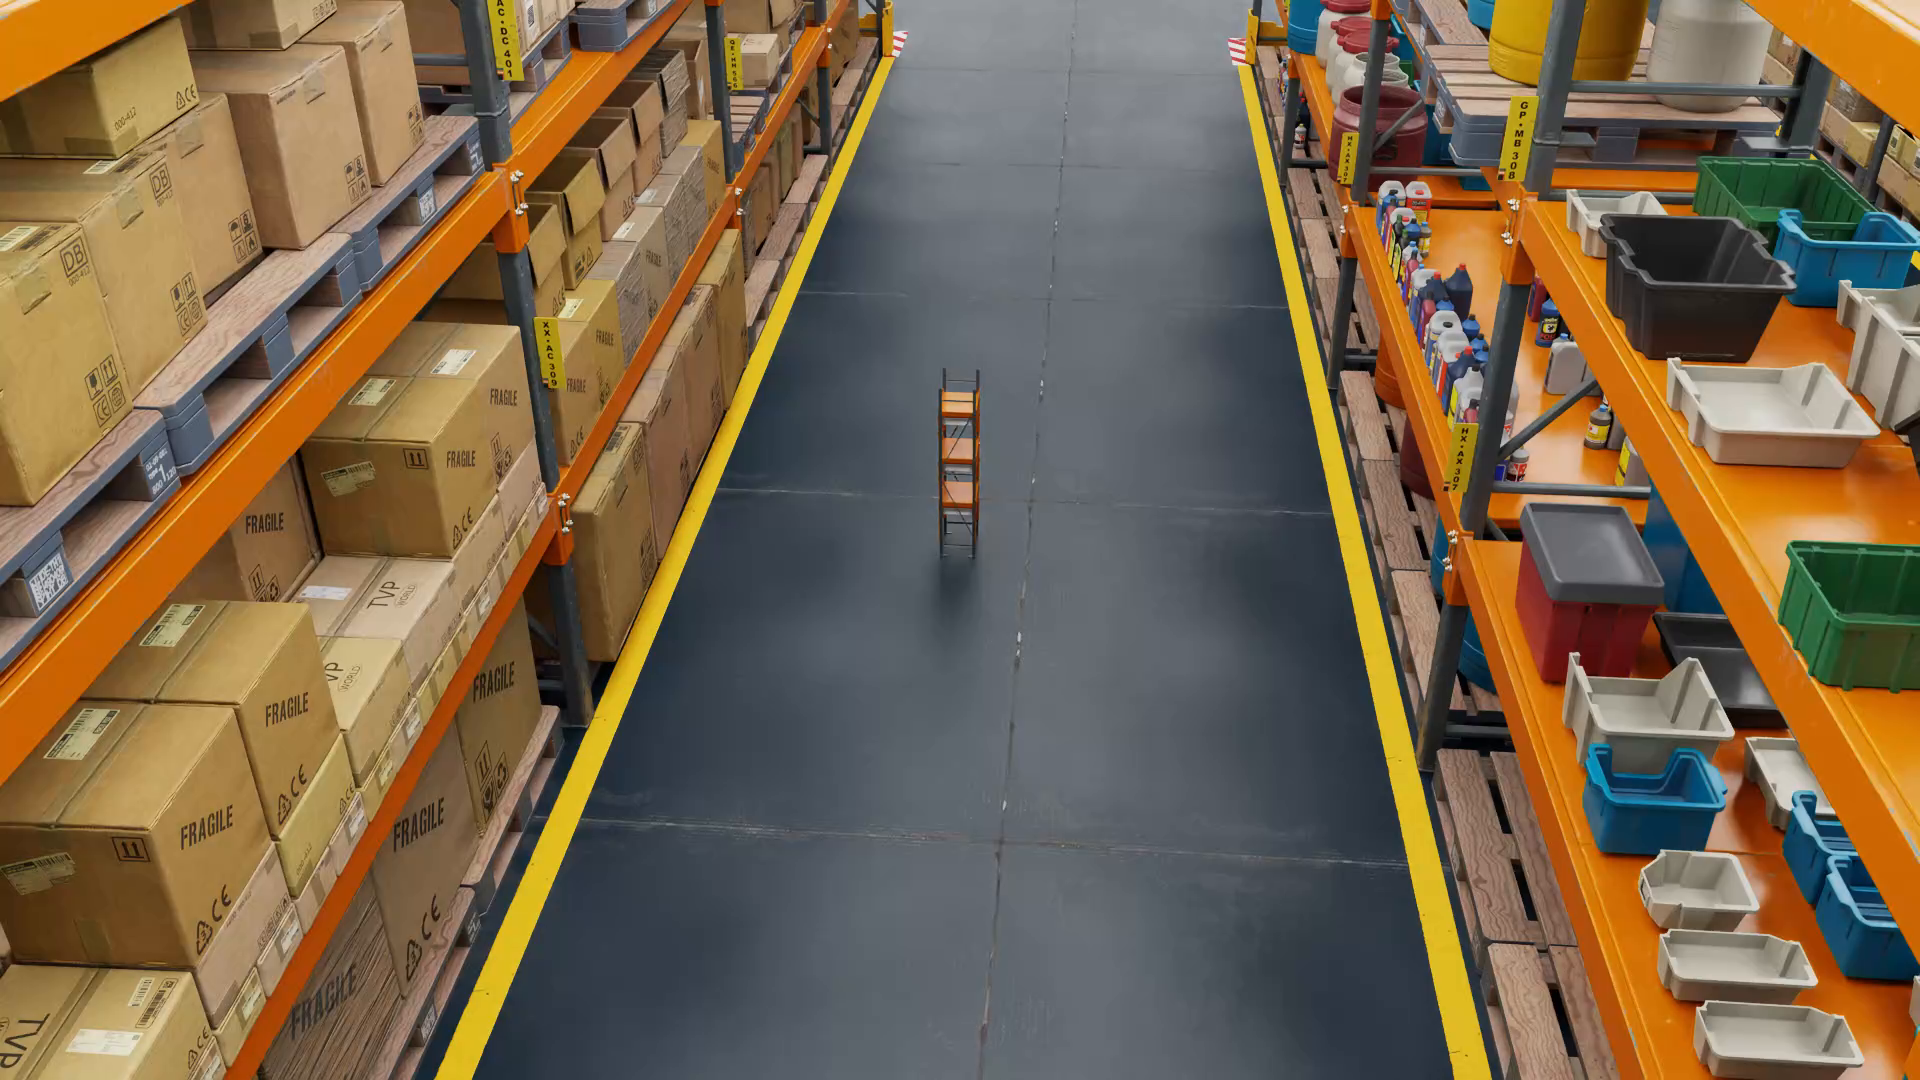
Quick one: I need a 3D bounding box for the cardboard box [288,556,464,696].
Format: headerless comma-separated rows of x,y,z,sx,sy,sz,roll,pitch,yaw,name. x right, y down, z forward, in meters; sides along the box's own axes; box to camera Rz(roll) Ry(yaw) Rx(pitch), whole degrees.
-2.147,0.304,6.037,0.500,0.250,0.500,3,32,5,cardboard box

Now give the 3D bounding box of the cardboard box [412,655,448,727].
-2.095,0.540,6.035,0.380,0.149,0.250,2,32,3,cardboard box

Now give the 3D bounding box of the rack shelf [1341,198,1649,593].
2.807,-0.941,8.883,1.077,0.370,4.000,2,32,4,rack shelf

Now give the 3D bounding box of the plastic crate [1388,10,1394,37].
3.561,-4.145,13.337,0.402,0.464,0.583,2,32,4,plastic crate

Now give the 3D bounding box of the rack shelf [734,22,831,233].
-1.804,-3.244,12.620,1.077,0.370,4.000,2,32,4,rack shelf

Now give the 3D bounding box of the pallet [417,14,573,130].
-2.267,-2.090,7.385,0.805,0.209,1.217,1,32,2,pallet

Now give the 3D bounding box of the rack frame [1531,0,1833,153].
2.644,-2.755,5.423,1.000,3.000,0.127,2,32,4,rack frame

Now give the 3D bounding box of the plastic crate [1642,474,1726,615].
2.946,0.039,6.566,0.392,0.384,0.575,2,32,4,plastic crate

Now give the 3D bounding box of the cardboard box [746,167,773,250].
-1.860,-2.566,12.798,0.700,0.500,0.500,5,32,8,cardboard box

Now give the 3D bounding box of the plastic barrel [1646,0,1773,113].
2.937,-1.979,6.494,0.433,0.535,0.433,0,32,0,plastic barrel

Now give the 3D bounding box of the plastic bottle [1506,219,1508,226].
3.362,-2.013,10.049,0.061,0.283,0.133,2,32,4,plastic bottle

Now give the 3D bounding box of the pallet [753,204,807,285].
-1.799,-2.362,13.162,1.003,0.211,1.213,2,32,4,pallet

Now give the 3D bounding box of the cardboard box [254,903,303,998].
-2.200,1.210,4.947,0.380,0.149,0.250,2,32,3,cardboard box

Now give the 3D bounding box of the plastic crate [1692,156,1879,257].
2.911,-1.153,5.886,0.450,0.188,0.662,2,32,4,plastic crate

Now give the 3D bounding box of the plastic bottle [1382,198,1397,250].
2.541,-1.861,9.802,0.061,0.283,0.133,2,32,4,plastic bottle

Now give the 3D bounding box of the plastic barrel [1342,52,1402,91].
2.875,-3.108,11.607,0.421,0.512,0.421,0,32,0,plastic barrel

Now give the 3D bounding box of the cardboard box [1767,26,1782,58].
8.254,-5.057,16.383,0.500,0.500,0.500,2,32,4,cardboard box

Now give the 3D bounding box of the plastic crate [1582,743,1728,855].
2.230,0.851,5.392,0.416,0.233,0.300,2,32,4,plastic crate

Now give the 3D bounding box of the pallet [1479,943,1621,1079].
2.527,2.012,6.064,1.003,0.211,1.213,2,32,4,pallet

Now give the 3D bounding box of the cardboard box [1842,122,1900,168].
8.052,-3.431,14.459,0.500,0.250,0.500,2,32,4,cardboard box

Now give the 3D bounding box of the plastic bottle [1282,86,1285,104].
3.119,-4.254,15.822,0.097,0.201,0.097,0,32,0,plastic bottle

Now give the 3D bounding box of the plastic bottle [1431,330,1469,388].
2.436,-0.893,8.239,0.152,0.276,0.135,2,32,4,plastic bottle

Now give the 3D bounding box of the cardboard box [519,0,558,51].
-2.113,-2.400,7.392,0.500,0.311,0.500,1,32,2,cardboard box

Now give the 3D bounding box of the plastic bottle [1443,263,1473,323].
2.645,-1.315,8.851,0.144,0.351,0.185,2,32,4,plastic bottle

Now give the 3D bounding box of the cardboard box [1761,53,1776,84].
8.256,-4.738,16.580,0.500,0.250,0.500,2,32,4,cardboard box

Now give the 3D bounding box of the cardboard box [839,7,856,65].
-1.397,-5.162,17.030,0.500,0.500,0.500,11,33,17,cardboard box

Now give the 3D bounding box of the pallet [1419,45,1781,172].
2.611,-1.812,6.932,1.213,0.211,1.003,2,32,4,pallet

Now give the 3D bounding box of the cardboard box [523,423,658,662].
-2.260,-0.022,8.332,1.225,0.875,0.875,3,32,4,cardboard box

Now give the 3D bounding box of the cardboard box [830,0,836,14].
-1.290,-4.719,14.567,0.380,0.149,0.250,2,32,4,cardboard box

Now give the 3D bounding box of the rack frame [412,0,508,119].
-2.292,-2.967,5.767,1.000,3.000,0.127,2,32,4,rack frame

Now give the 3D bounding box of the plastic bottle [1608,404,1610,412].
3.136,-0.644,7.905,0.097,0.201,0.097,0,32,0,plastic bottle

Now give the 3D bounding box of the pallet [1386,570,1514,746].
2.749,0.584,8.381,1.003,0.211,1.213,2,32,4,pallet

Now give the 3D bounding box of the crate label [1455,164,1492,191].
3.378,-2.426,10.767,0.303,0.233,0.416,2,32,4,crate label

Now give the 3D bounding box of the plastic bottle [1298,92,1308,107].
3.077,-3.893,15.094,0.144,0.351,0.185,1,32,2,plastic bottle

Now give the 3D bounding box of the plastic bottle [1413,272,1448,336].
2.483,-1.251,8.748,0.144,0.351,0.185,2,32,4,plastic bottle

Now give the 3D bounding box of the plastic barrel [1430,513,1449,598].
2.763,-0.141,8.499,0.600,0.901,0.708,2,32,4,plastic barrel

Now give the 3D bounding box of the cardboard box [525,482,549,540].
-1.990,-0.132,7.125,0.380,0.149,0.250,3,32,4,cardboard box

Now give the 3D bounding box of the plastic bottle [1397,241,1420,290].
2.509,-1.534,9.282,0.097,0.271,0.097,0,32,0,plastic bottle

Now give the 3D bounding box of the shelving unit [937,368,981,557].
-0.004,-0.419,9.209,0.215,1.050,0.252,2,32,4,shelving unit

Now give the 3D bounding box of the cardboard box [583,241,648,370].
-1.924,-1.210,8.539,0.500,0.500,0.500,2,32,3,cardboard box

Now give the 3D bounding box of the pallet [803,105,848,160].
-1.621,-3.761,15.433,1.003,0.211,1.213,2,32,4,pallet

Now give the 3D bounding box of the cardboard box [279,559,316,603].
-2.673,0.290,6.060,0.500,0.250,0.500,3,32,5,cardboard box

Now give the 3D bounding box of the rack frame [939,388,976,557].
-0.014,-0.355,9.106,0.200,1.050,0.008,2,32,4,rack frame

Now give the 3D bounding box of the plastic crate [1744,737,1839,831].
2.802,0.809,5.552,0.293,0.136,0.466,2,32,4,plastic crate

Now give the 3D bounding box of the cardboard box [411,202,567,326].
-2.248,-1.217,7.594,0.797,0.503,0.637,2,32,3,cardboard box

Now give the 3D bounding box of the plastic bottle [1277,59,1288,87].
3.163,-4.567,16.263,0.097,0.271,0.097,0,32,0,plastic bottle

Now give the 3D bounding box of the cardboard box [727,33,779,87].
-1.601,-3.486,12.070,0.500,0.250,0.500,2,32,3,cardboard box

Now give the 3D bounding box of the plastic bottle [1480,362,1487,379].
2.552,-0.765,7.960,0.144,0.351,0.185,2,32,4,plastic bottle

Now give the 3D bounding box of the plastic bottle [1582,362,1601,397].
3.137,-0.858,8.182,0.152,0.276,0.135,2,32,4,plastic bottle

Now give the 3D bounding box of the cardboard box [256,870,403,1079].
-2.571,1.591,5.715,0.875,0.875,0.875,2,32,4,cardboard box

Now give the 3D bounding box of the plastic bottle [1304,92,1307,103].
3.207,-4.043,15.401,0.061,0.283,0.133,2,32,4,plastic bottle

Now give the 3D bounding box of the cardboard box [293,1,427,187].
-2.296,-1.542,5.723,0.700,0.500,0.500,1,32,1,cardboard box

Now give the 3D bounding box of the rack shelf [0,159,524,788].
-2.455,-0.338,5.045,1.077,0.370,4.000,2,32,4,rack shelf

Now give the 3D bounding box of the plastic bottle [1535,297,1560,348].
3.065,-1.145,8.652,0.097,0.271,0.097,0,32,0,plastic bottle

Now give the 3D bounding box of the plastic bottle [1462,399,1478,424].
2.328,-0.494,7.584,0.061,0.283,0.133,2,32,4,plastic bottle

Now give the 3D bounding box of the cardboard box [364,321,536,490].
-2.063,-0.543,6.697,0.500,0.500,0.500,3,32,5,cardboard box

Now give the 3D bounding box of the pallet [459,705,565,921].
-2.432,1.169,7.433,1.003,0.211,1.213,2,32,4,pallet

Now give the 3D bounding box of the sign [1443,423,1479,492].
2.096,-0.343,6.965,0.100,0.325,0.005,2,32,4,sign
